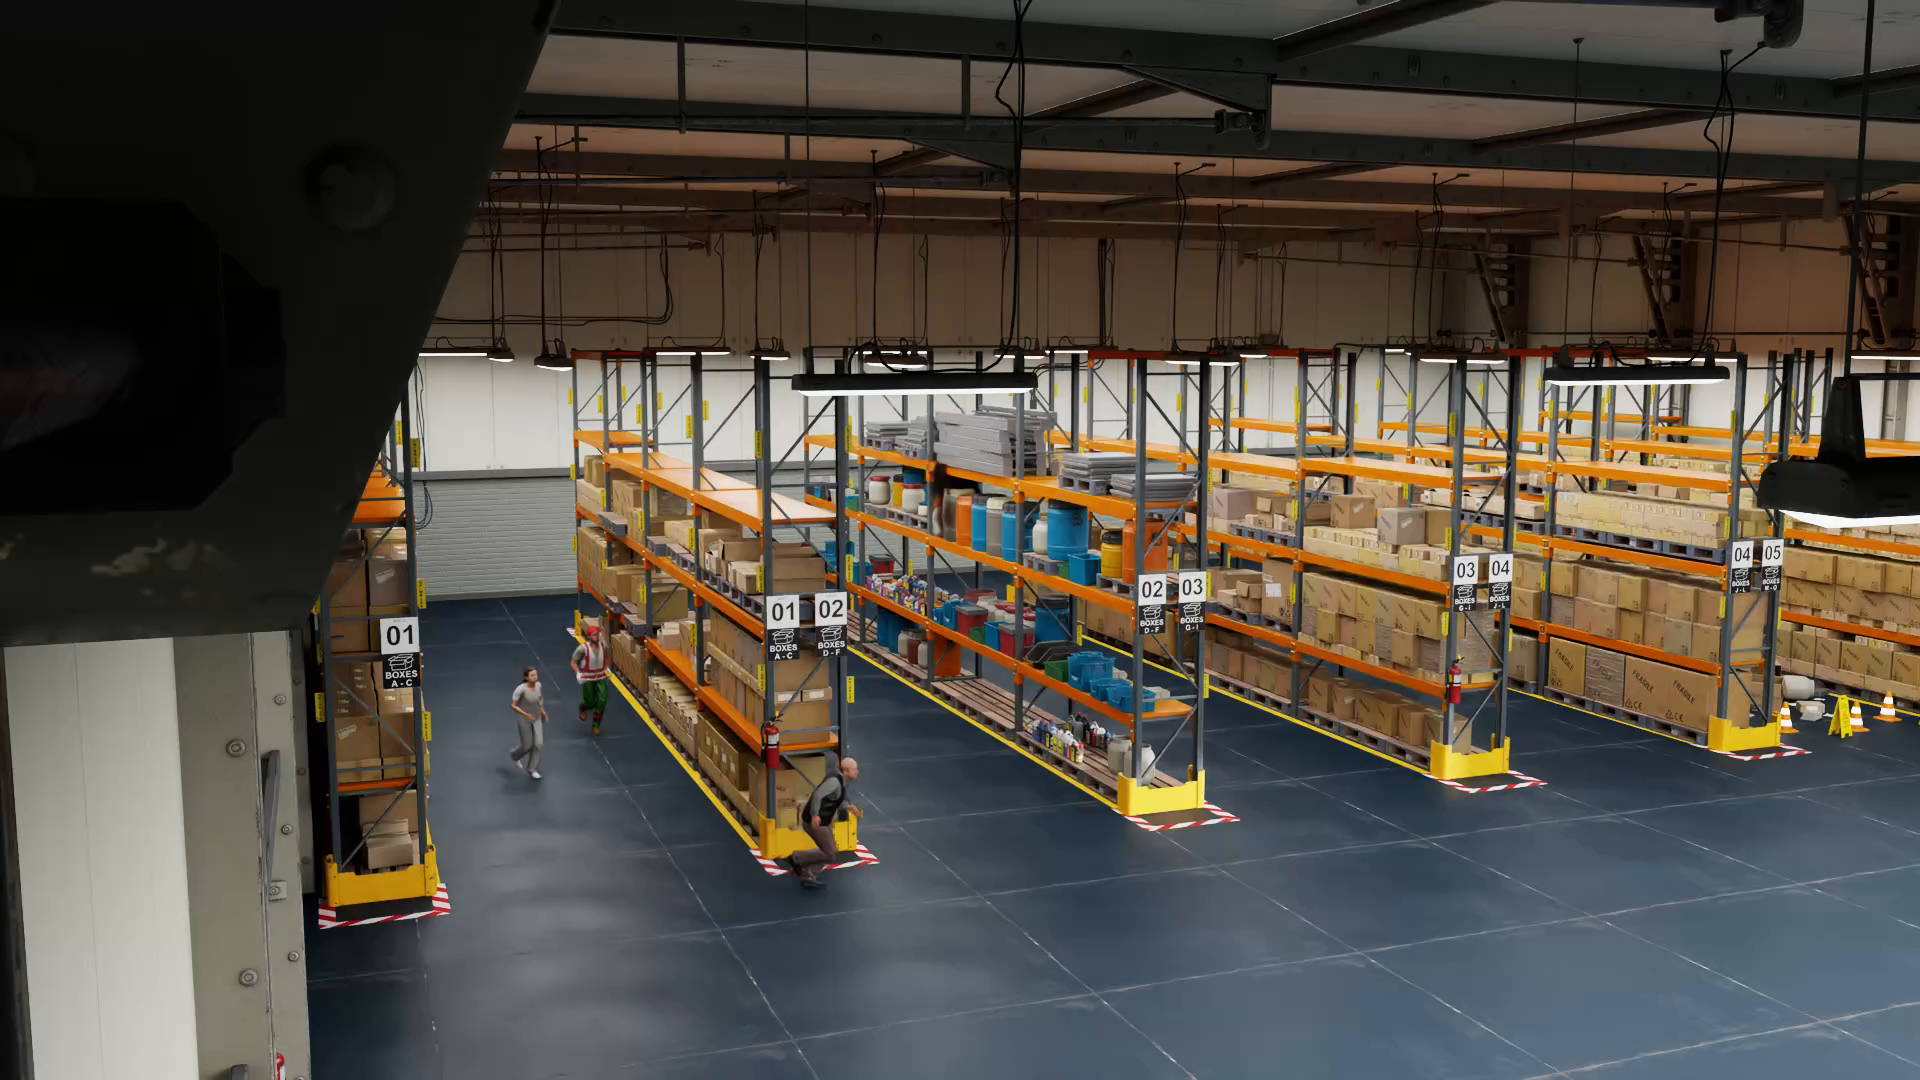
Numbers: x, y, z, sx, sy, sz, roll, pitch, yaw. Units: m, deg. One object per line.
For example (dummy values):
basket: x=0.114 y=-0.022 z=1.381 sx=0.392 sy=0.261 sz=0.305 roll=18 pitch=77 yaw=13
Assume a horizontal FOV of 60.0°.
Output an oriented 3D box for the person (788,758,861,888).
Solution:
person: x=-1.561 y=3.236 z=18.931 sx=0.829 sy=1.542 sz=0.681 roll=1 pitch=7 yaw=8

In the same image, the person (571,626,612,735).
person: x=-5.854 y=2.201 z=26.459 sx=0.673 sy=1.735 sz=0.676 roll=-4 pitch=8 yaw=-32

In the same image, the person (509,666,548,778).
person: x=-6.212 y=2.586 z=23.826 sx=0.560 sy=1.618 sz=0.735 roll=-7 pitch=10 yaw=-44
